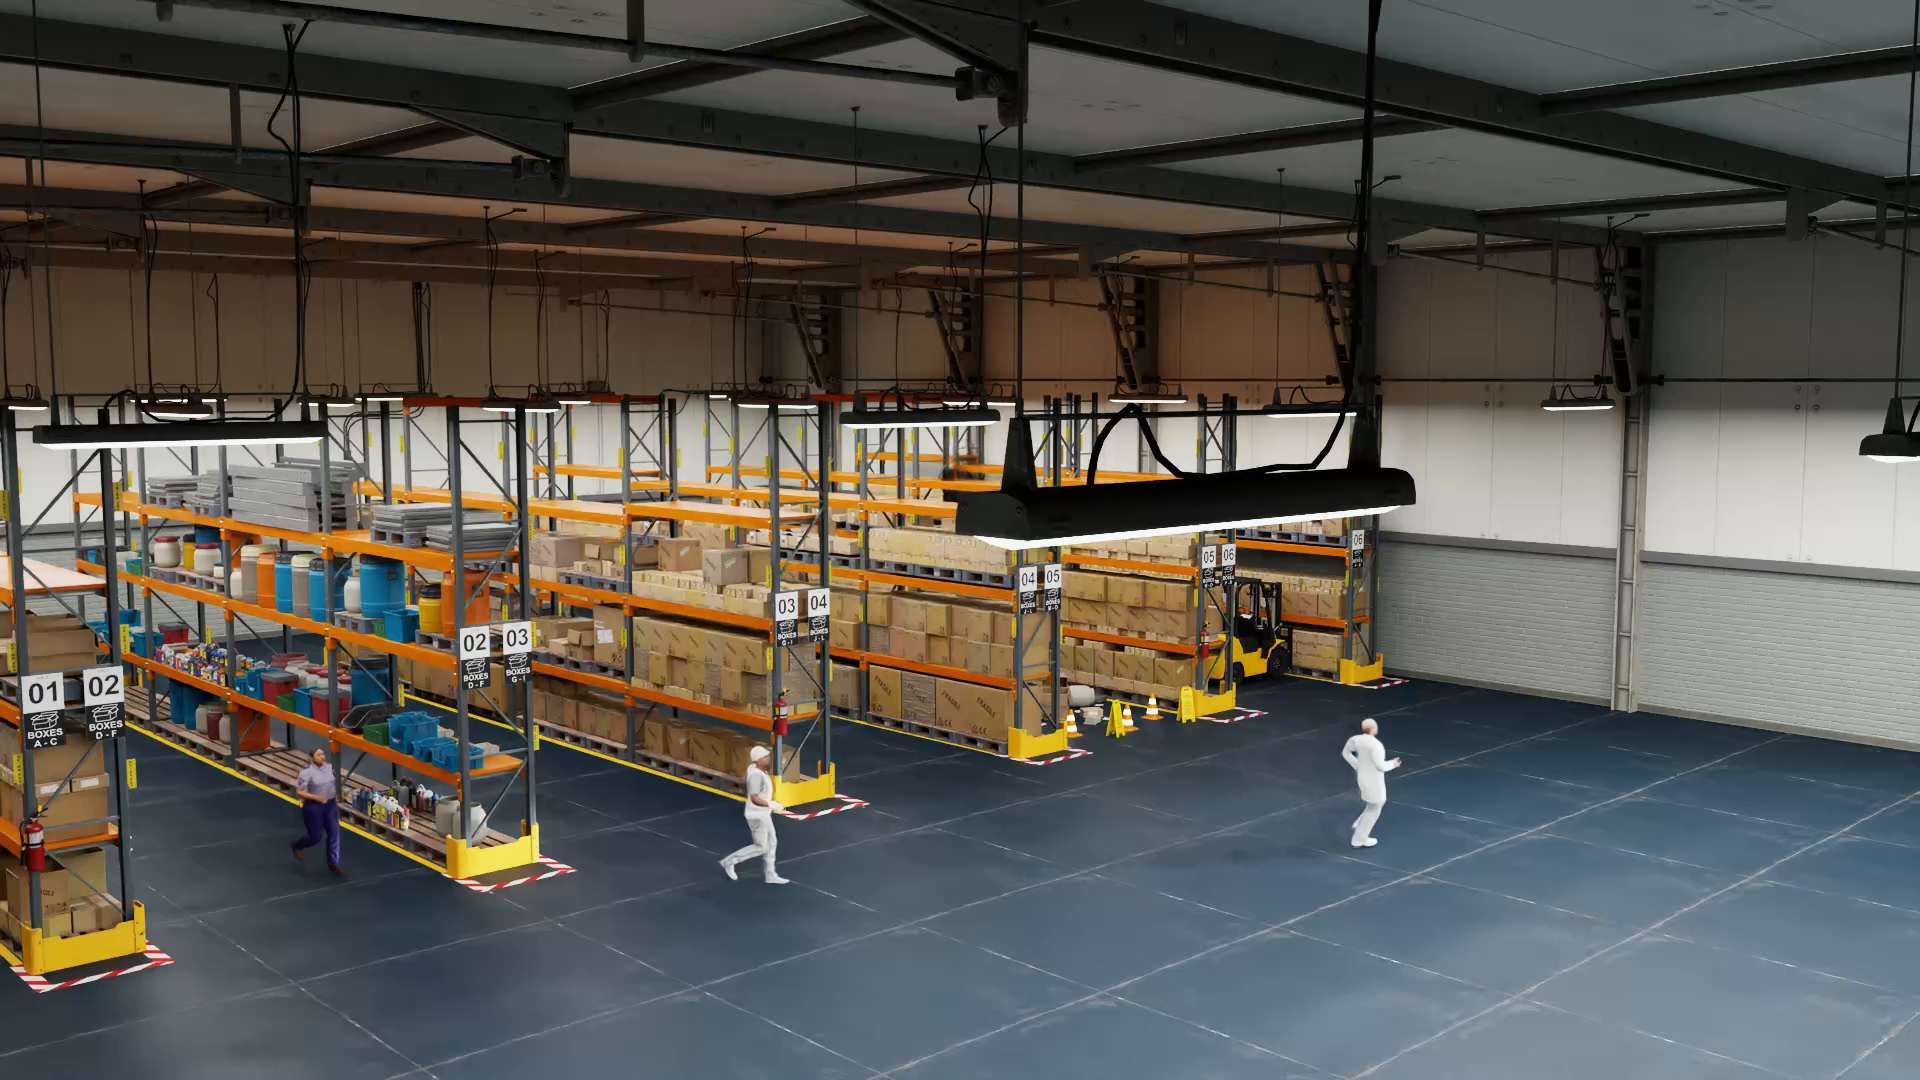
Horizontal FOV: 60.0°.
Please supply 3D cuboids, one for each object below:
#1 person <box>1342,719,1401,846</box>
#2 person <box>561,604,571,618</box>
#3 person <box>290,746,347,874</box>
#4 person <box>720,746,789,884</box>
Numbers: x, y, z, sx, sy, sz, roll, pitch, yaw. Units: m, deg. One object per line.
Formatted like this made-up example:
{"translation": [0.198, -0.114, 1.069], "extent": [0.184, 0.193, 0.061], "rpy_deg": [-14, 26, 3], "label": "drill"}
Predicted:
{"translation": [5.609, 3.280, 22.536], "extent": [0.673, 1.763, 0.694], "rpy_deg": [-2, 6, -17], "label": "person"}
{"translation": [-9.694, 1.499, 41.543], "extent": [0.548, 1.670, 0.638], "rpy_deg": [-5, 8, -44], "label": "person"}
{"translation": [-8.230, 3.460, 21.357], "extent": [0.886, 1.603, 0.609], "rpy_deg": [3, 6, 29], "label": "person"}
{"translation": [-2.576, 3.453, 20.814], "extent": [0.858, 1.775, 0.689], "rpy_deg": [-1, 6, -8], "label": "person"}
